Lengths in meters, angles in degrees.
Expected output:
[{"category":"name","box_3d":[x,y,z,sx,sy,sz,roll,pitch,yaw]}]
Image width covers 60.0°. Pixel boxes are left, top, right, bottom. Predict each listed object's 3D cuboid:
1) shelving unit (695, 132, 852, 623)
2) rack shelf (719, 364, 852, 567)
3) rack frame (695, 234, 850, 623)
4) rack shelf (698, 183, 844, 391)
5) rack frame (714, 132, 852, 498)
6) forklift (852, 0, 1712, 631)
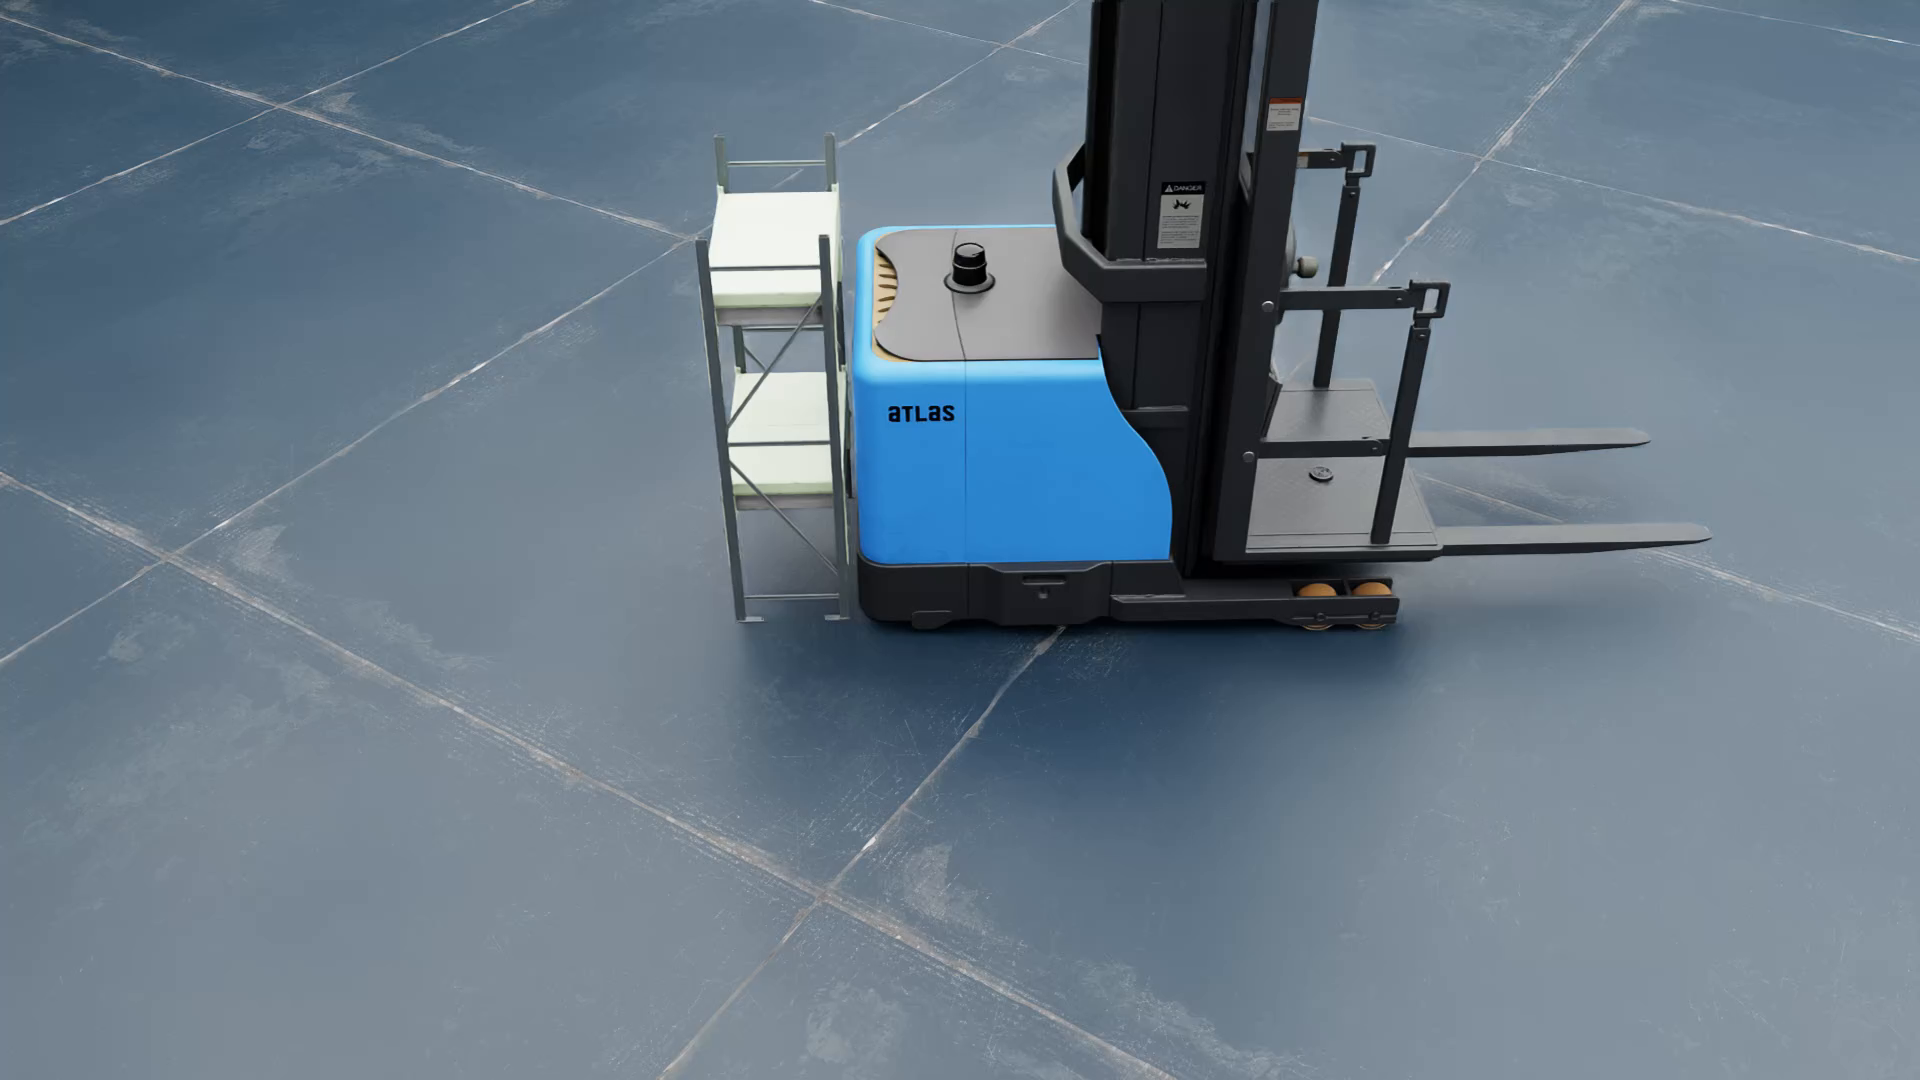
[{"category":"shelving unit","box_3d":[-0.605,-0.535,5.715,0.431,1.500,0.755,-1,38,-2]},{"category":"rack shelf","box_3d":[-0.605,-0.277,5.914,0.431,0.370,0.720,-1,38,-2]},{"category":"rack frame","box_3d":[-0.590,-0.312,5.426,0.400,1.500,0.023,-1,38,-2]},{"category":"rack shelf","box_3d":[-0.605,-0.844,5.477,0.431,0.370,0.720,-1,38,-2]},{"category":"rack frame","box_3d":[-0.619,-0.758,6.005,0.400,1.500,0.023,-1,38,-2]},{"category":"forklift","box_3d":[1.147,-1.168,5.365,3.031,2.935,1.130,-1,38,-1]}]
